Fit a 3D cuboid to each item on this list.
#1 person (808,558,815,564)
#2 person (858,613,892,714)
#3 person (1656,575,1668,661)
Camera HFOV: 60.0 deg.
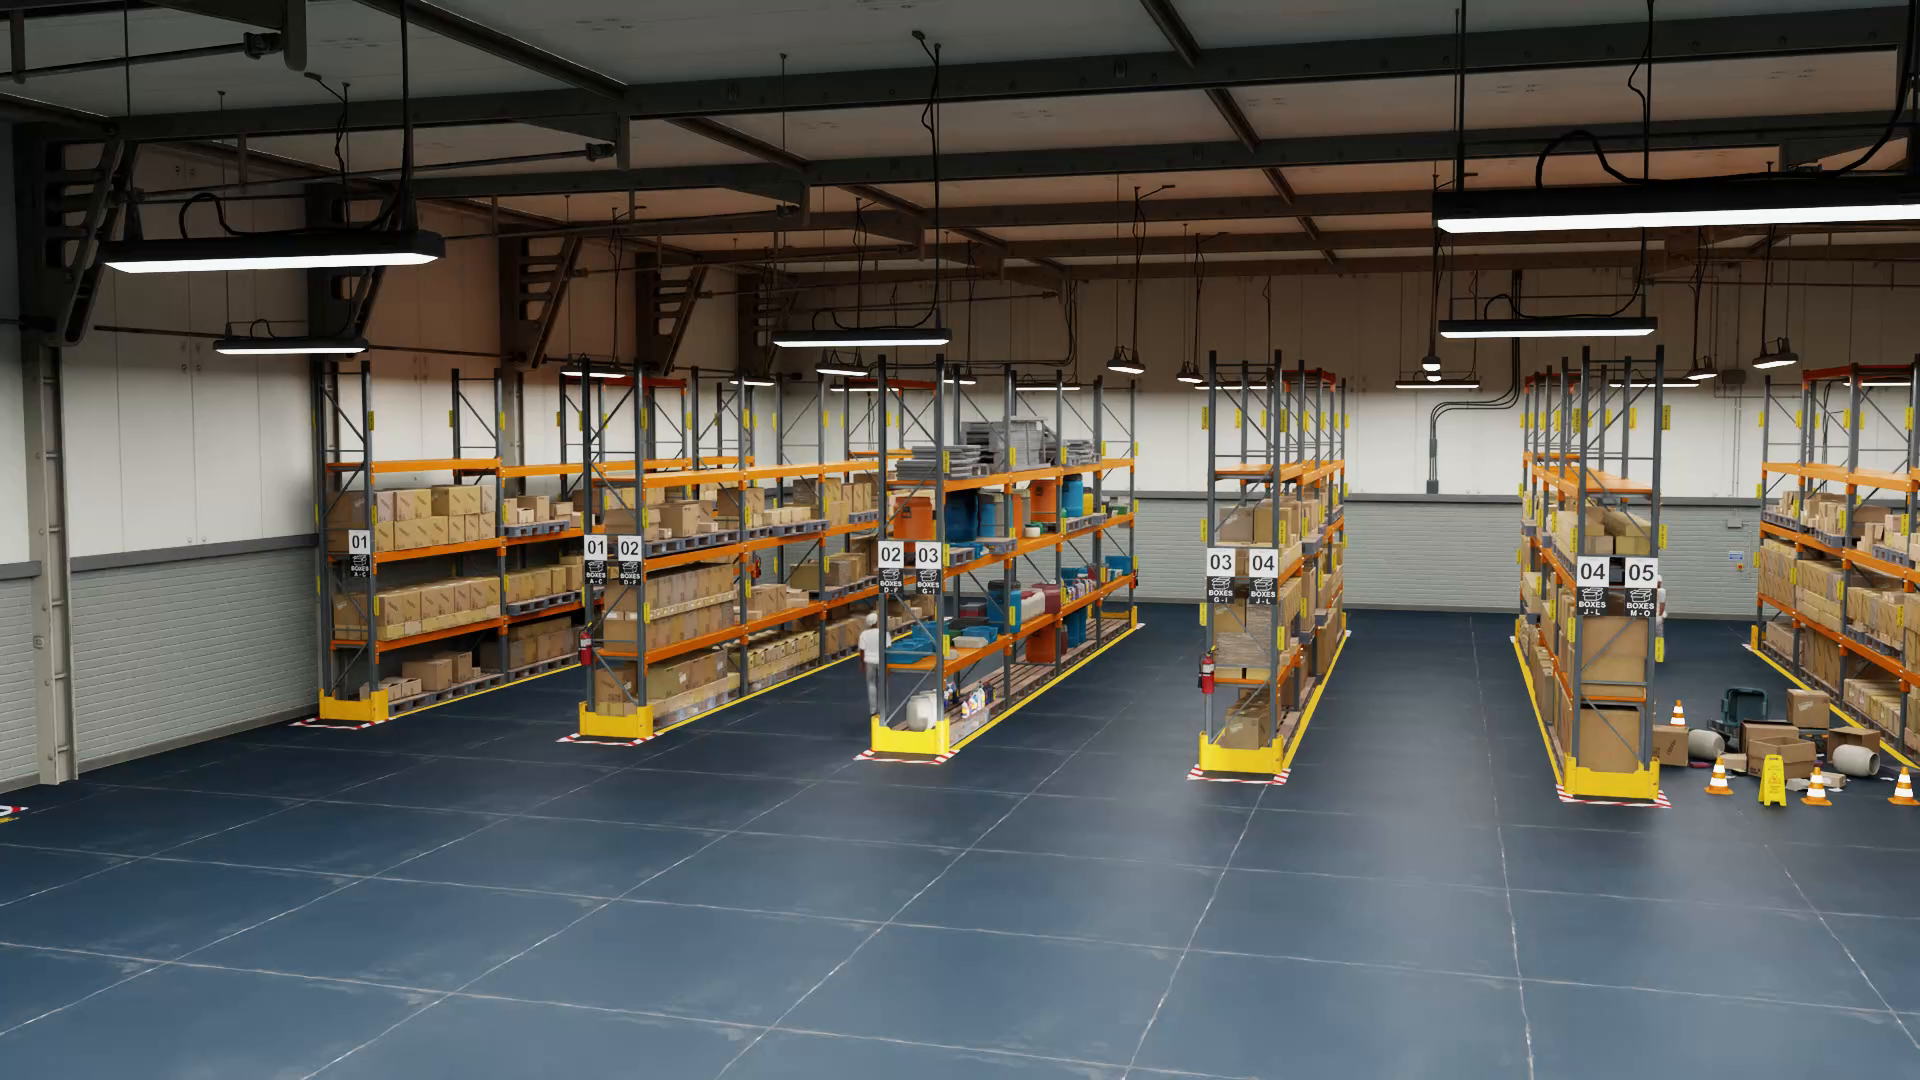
[{"bbox_3d":[-3.539,1.295,40.459,0.500,1.669,0.490,3,5,33],"label":"person"},{"bbox_3d":[-1.417,2.092,28.166,0.594,1.736,0.594,-1,4,-18],"label":"person"},{"bbox_3d":[14.571,1.621,34.787,0.375,1.785,0.613,1,4,18],"label":"person"}]
